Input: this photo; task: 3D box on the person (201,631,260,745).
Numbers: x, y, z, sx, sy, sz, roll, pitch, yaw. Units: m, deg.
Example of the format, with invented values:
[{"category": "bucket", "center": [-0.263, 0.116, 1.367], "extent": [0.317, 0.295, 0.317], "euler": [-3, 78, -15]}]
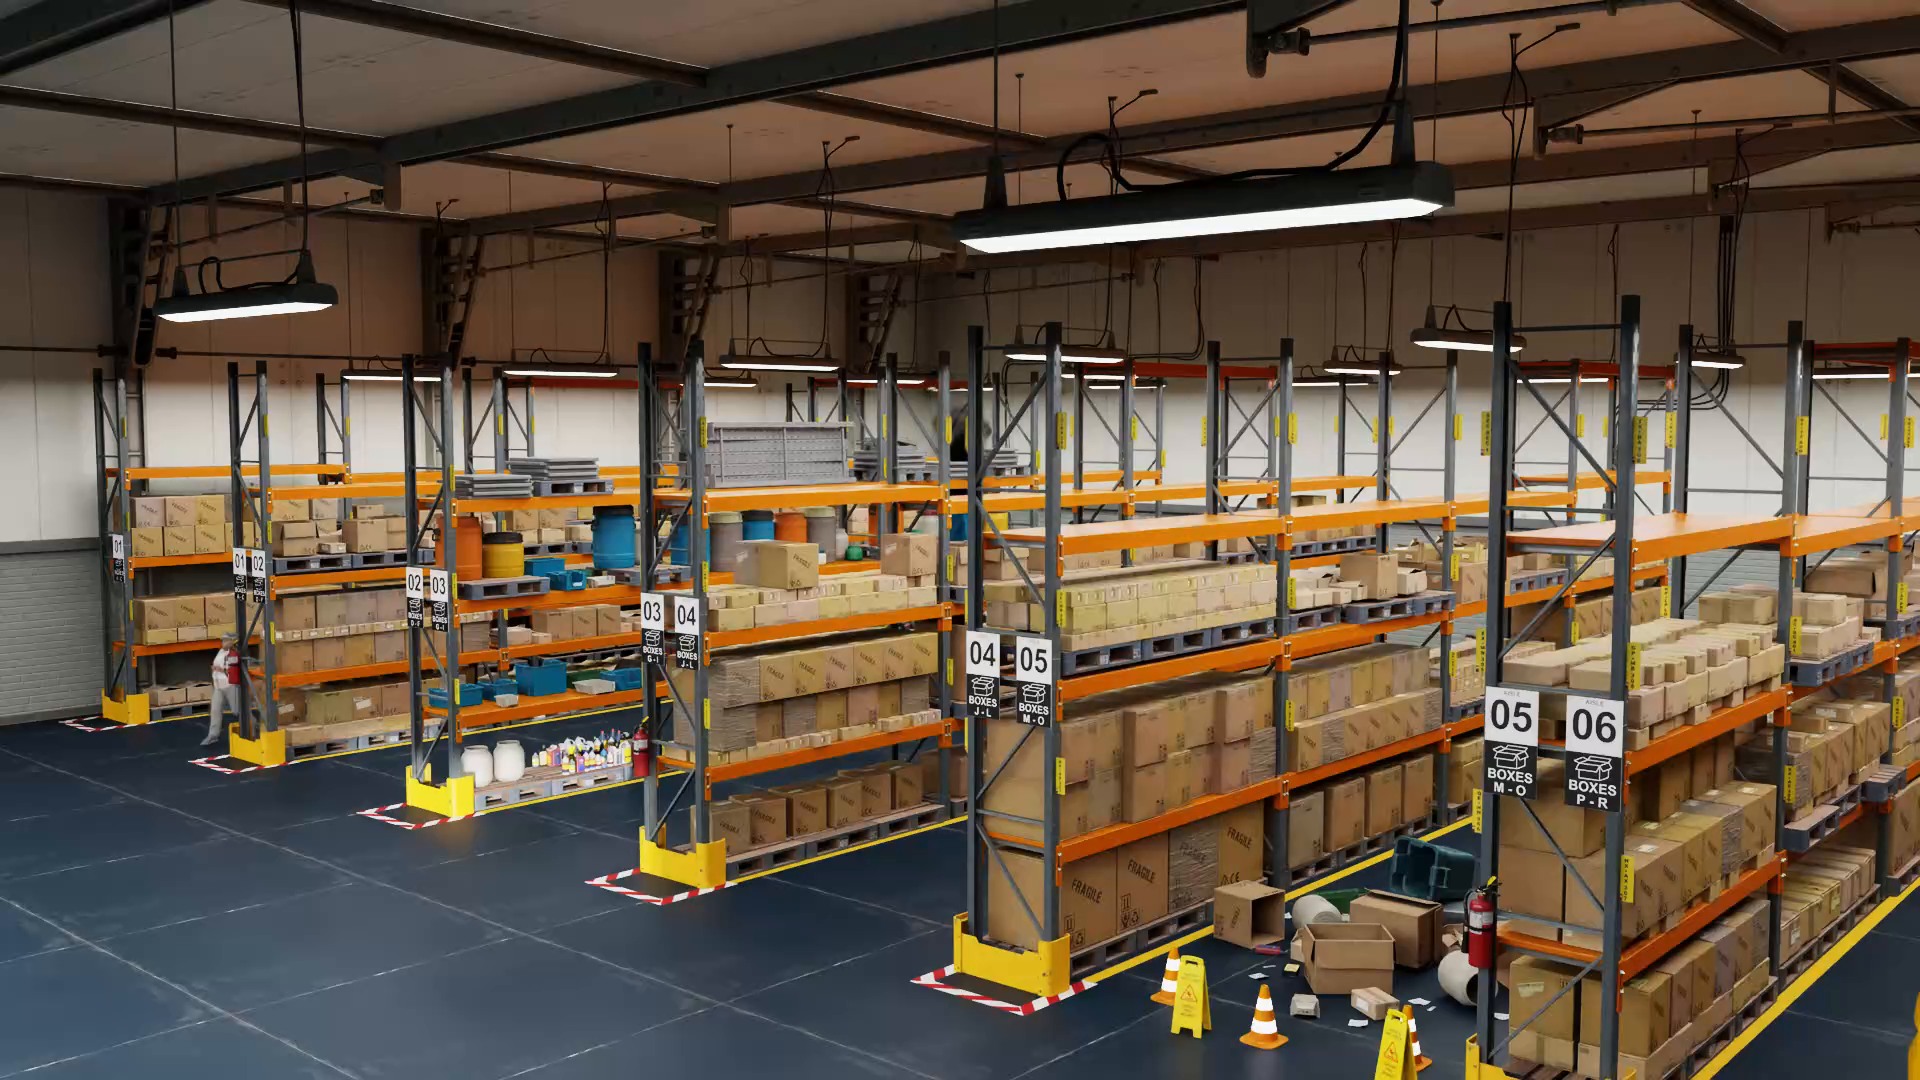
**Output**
[{"category": "person", "center": [-11.593, 2.313, 26.326], "extent": [0.664, 1.762, 1.000], "euler": [2, 5, 25]}]

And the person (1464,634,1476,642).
[{"category": "person", "center": [8.182, 2.366, 26.648], "extent": [0.577, 1.726, 0.791], "euler": [4, 6, 41]}]
